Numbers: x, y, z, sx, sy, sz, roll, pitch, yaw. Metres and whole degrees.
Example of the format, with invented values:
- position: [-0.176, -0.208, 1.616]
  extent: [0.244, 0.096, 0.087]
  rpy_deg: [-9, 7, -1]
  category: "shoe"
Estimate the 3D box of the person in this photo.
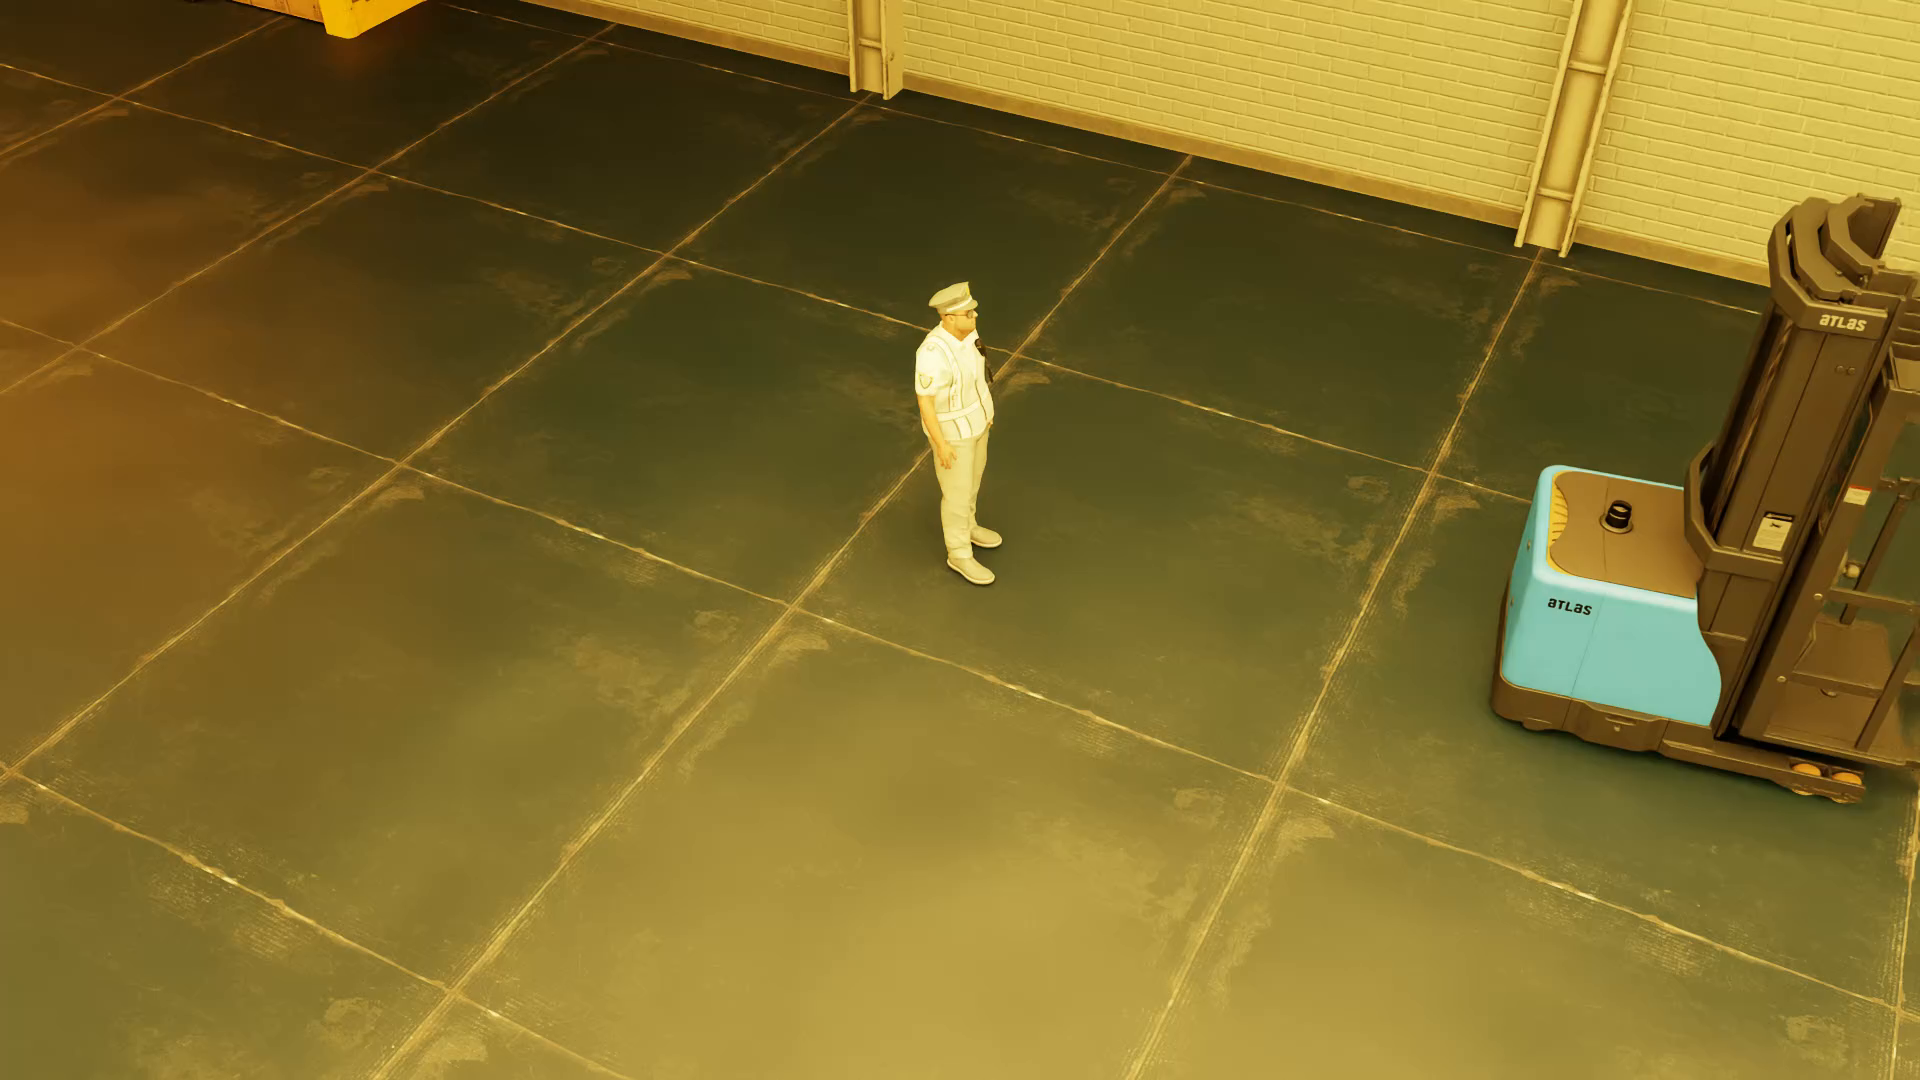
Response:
- position: [0.063, -0.657, 9.648]
  extent: [0.575, 1.781, 0.639]
  rpy_deg: [18, 43, 21]
  category: "person"

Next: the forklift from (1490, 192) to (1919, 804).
- position: [4.473, -0.139, 8.151]
  extent: [3.031, 2.935, 1.130]
  rpy_deg: [12, 42, 14]
  category: "forklift"
